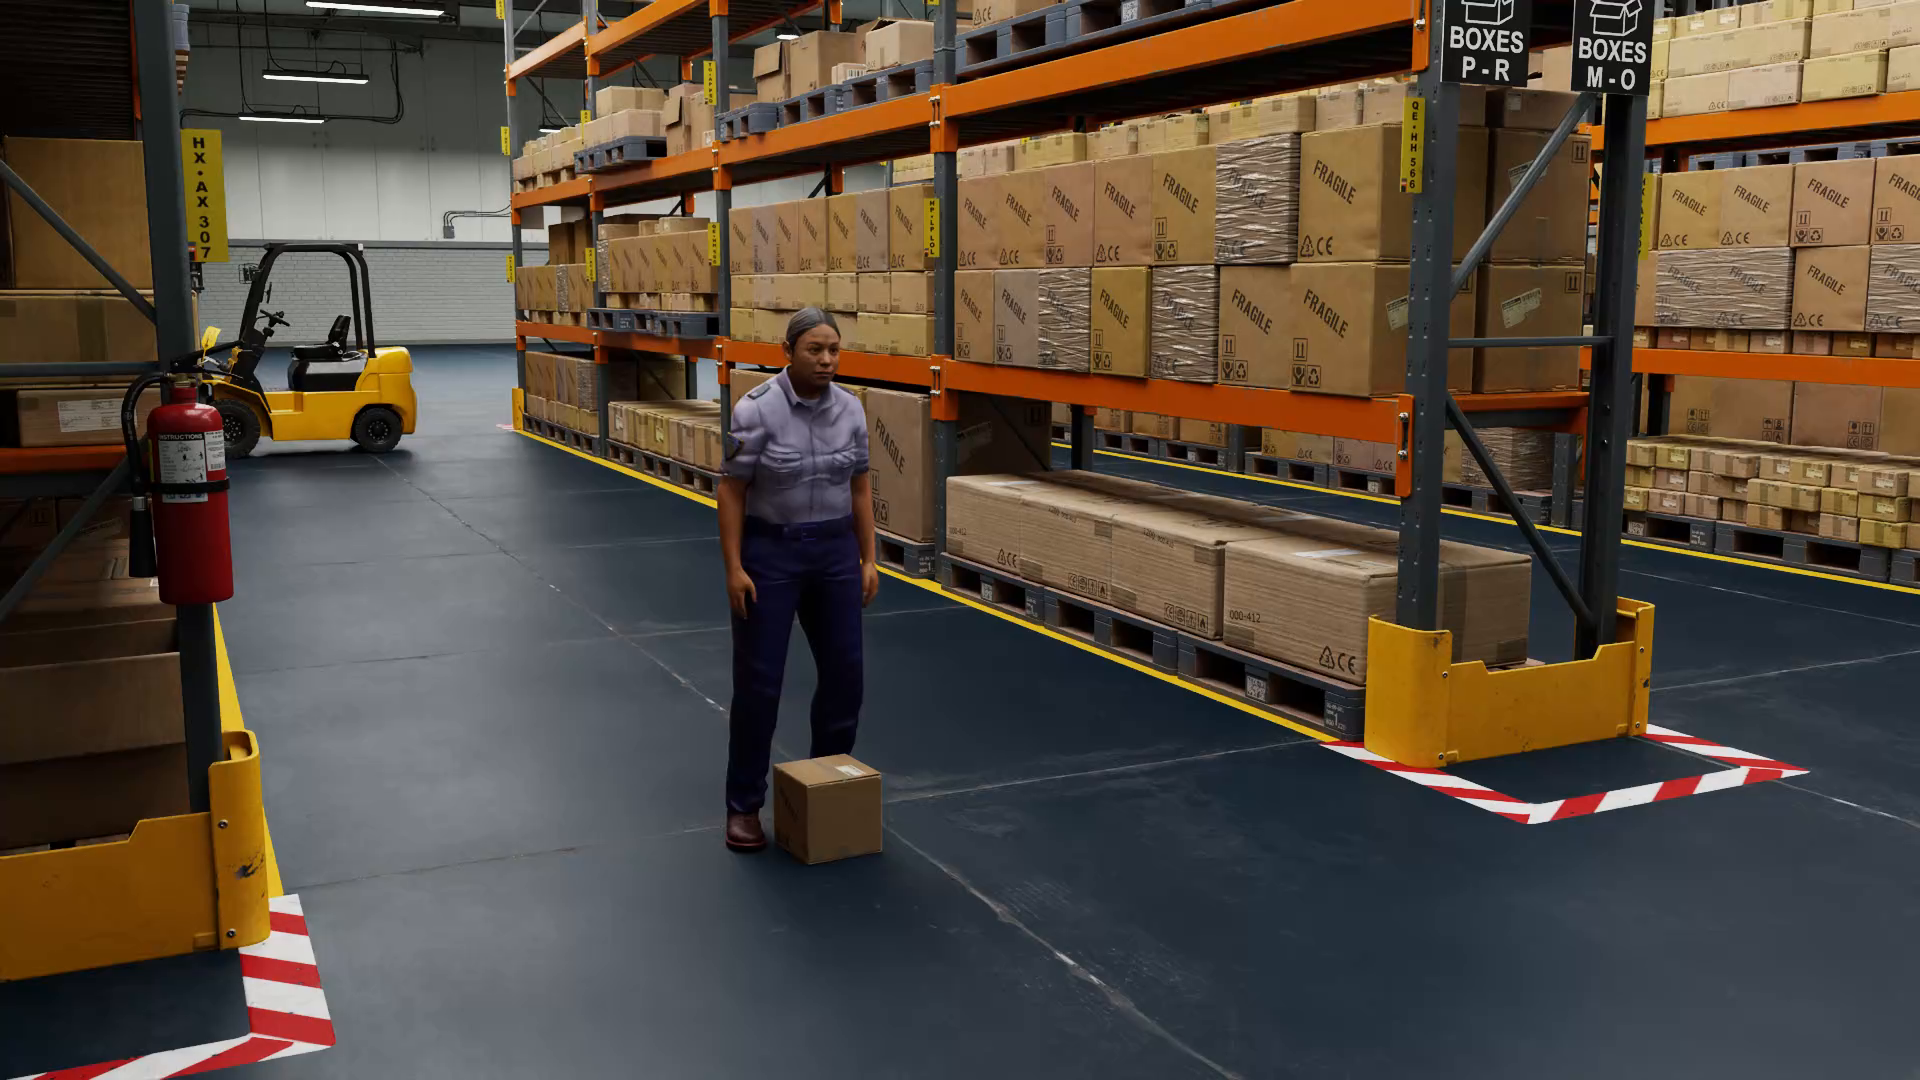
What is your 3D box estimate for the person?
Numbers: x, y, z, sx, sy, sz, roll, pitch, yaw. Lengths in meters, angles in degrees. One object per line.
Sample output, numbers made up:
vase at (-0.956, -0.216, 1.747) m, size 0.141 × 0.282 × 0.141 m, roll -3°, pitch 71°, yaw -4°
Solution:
person at (-0.514, 0.100, 5.213) m, size 0.564 × 1.651 × 0.369 m, roll -5°, pitch 10°, yaw -29°
